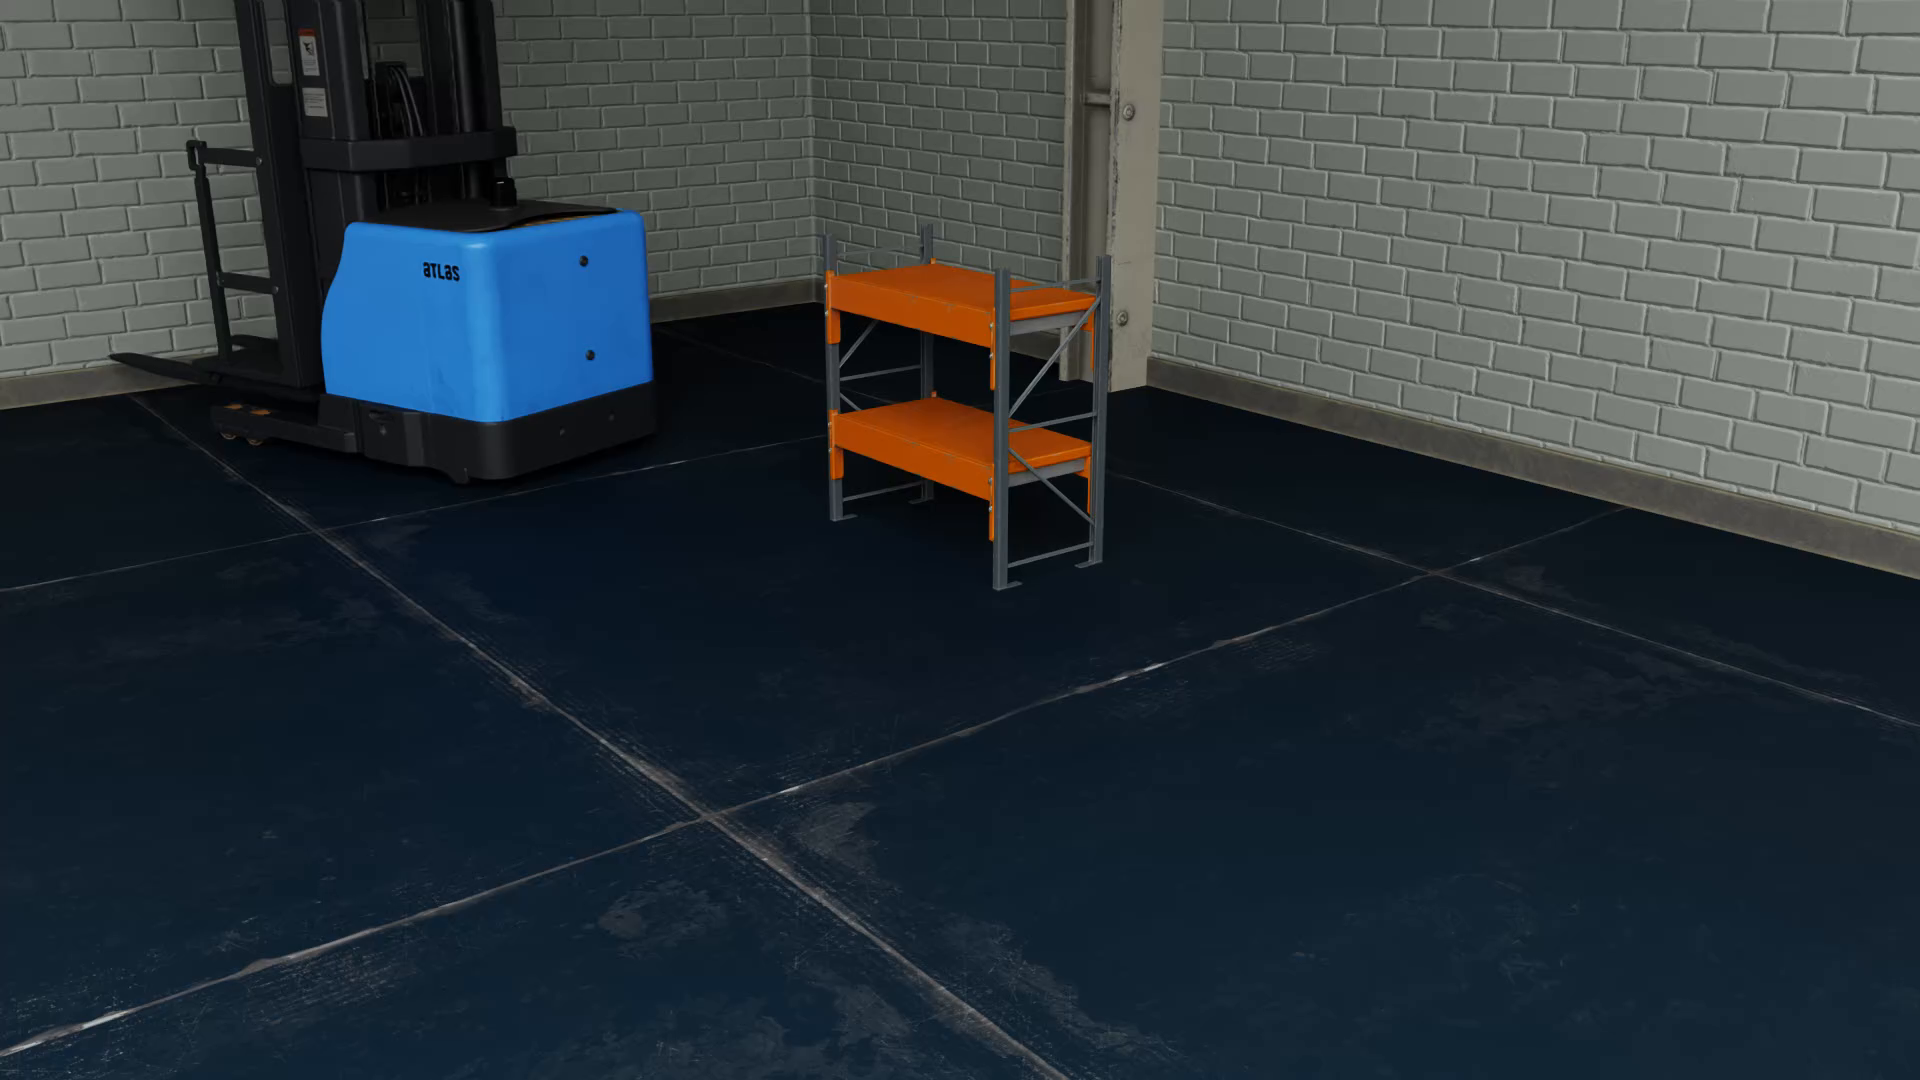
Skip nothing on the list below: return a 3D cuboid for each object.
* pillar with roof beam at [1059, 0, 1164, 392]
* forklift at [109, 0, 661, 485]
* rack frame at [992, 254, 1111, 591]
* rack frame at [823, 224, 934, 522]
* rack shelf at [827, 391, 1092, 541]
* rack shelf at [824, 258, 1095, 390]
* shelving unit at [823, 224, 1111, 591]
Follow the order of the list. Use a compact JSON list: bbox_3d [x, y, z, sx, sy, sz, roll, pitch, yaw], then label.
[{"bbox_3d":[-2.600,-4.281,4.977,9.100,9.000,0.400,-14,23,-36],"label":"pillar with roof beam"},{"bbox_3d":[-2.897,-1.954,7.601,3.031,2.935,1.130,11,21,31],"label":"forklift"},{"bbox_3d":[0.320,-0.407,5.802,0.500,1.125,0.032,-14,23,-36],"label":"rack frame"},{"bbox_3d":[-0.311,-0.658,6.559,0.500,1.125,0.032,-14,23,-36],"label":"rack frame"},{"bbox_3d":[0.004,-0.300,6.258,0.538,0.278,1.000,-14,23,-36],"label":"rack shelf"},{"bbox_3d":[0.004,-0.810,6.089,0.538,0.278,1.000,-14,23,-36],"label":"rack shelf"},{"bbox_3d":[0.004,-0.532,6.181,0.538,1.125,1.048,-14,23,-36],"label":"shelving unit"}]
